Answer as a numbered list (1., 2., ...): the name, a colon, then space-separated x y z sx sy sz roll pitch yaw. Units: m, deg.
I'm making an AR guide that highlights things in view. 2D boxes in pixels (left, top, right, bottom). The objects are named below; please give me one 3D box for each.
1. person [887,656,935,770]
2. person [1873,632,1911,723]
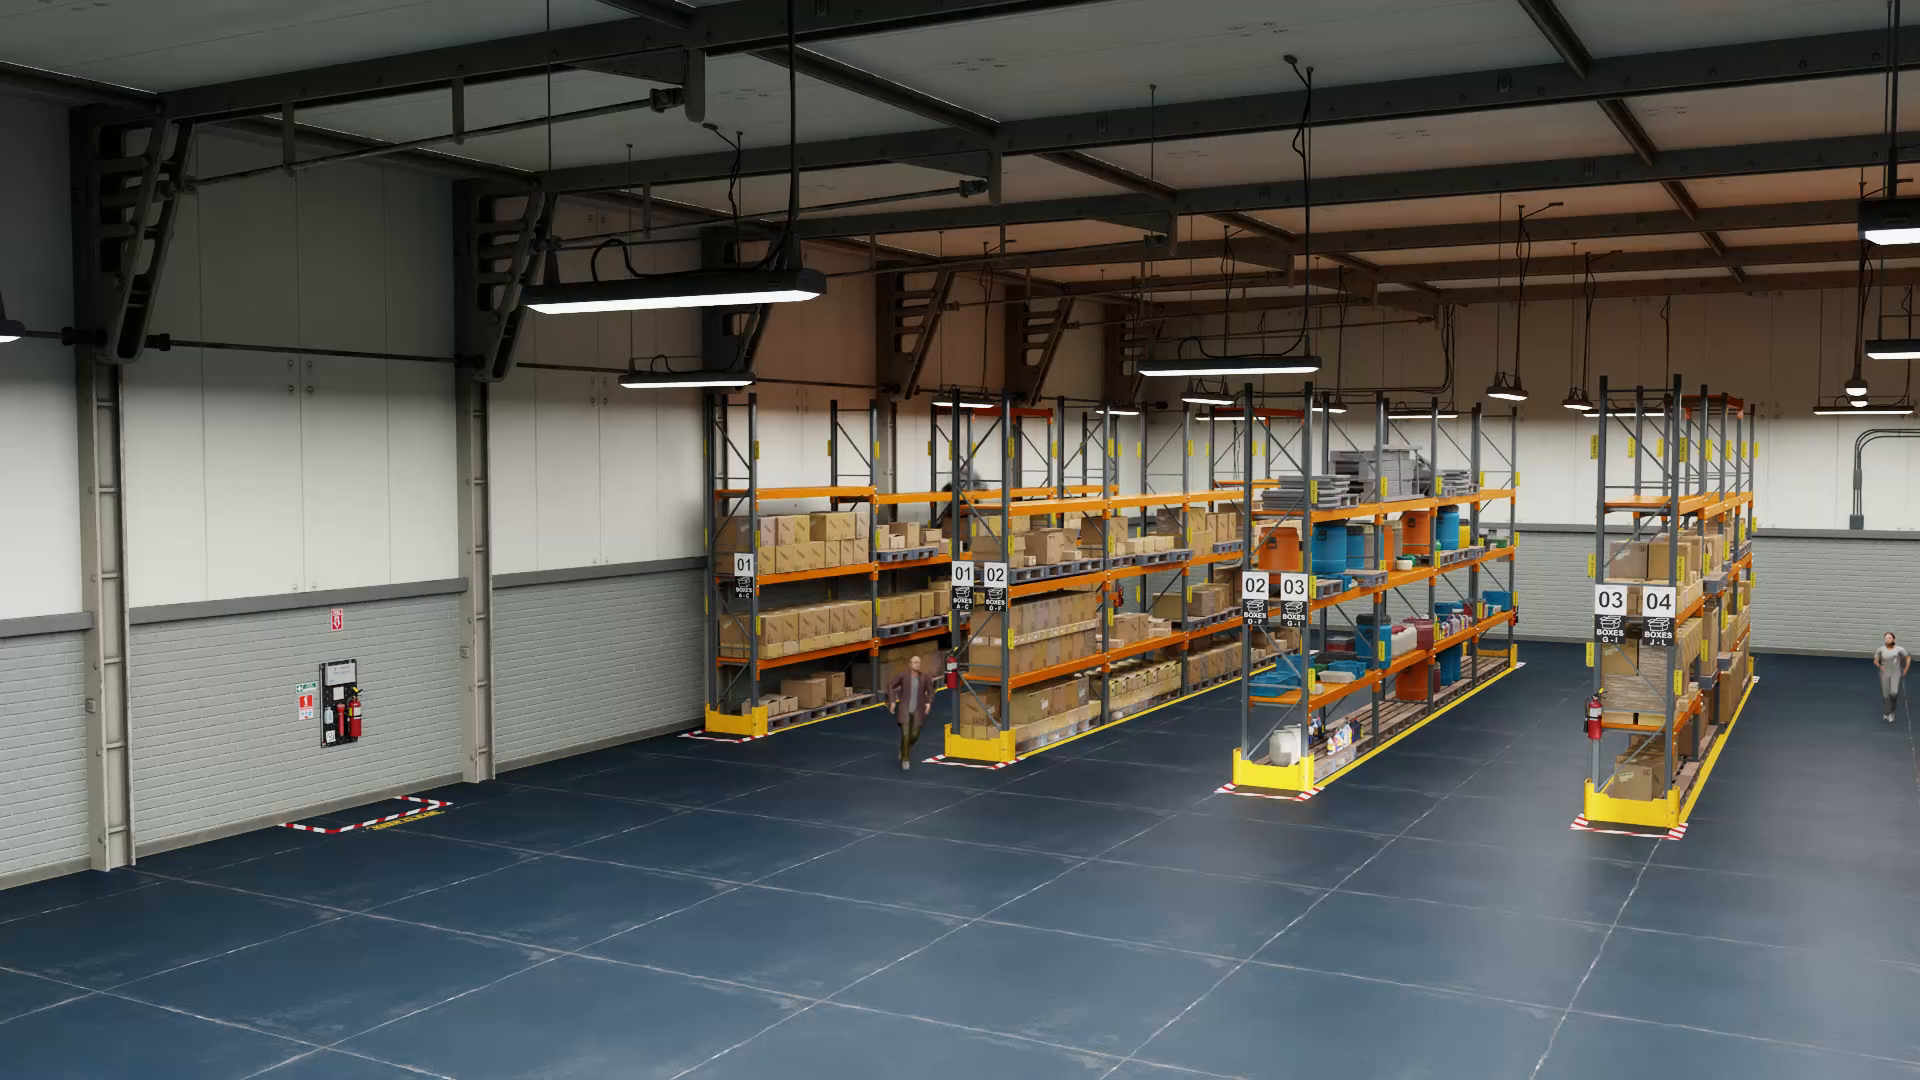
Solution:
1. person: -0.764 2.727 26.367 0.768 1.744 0.739 -1 3 -10
2. person: 17.160 2.528 30.654 0.574 1.649 0.668 2 4 37
